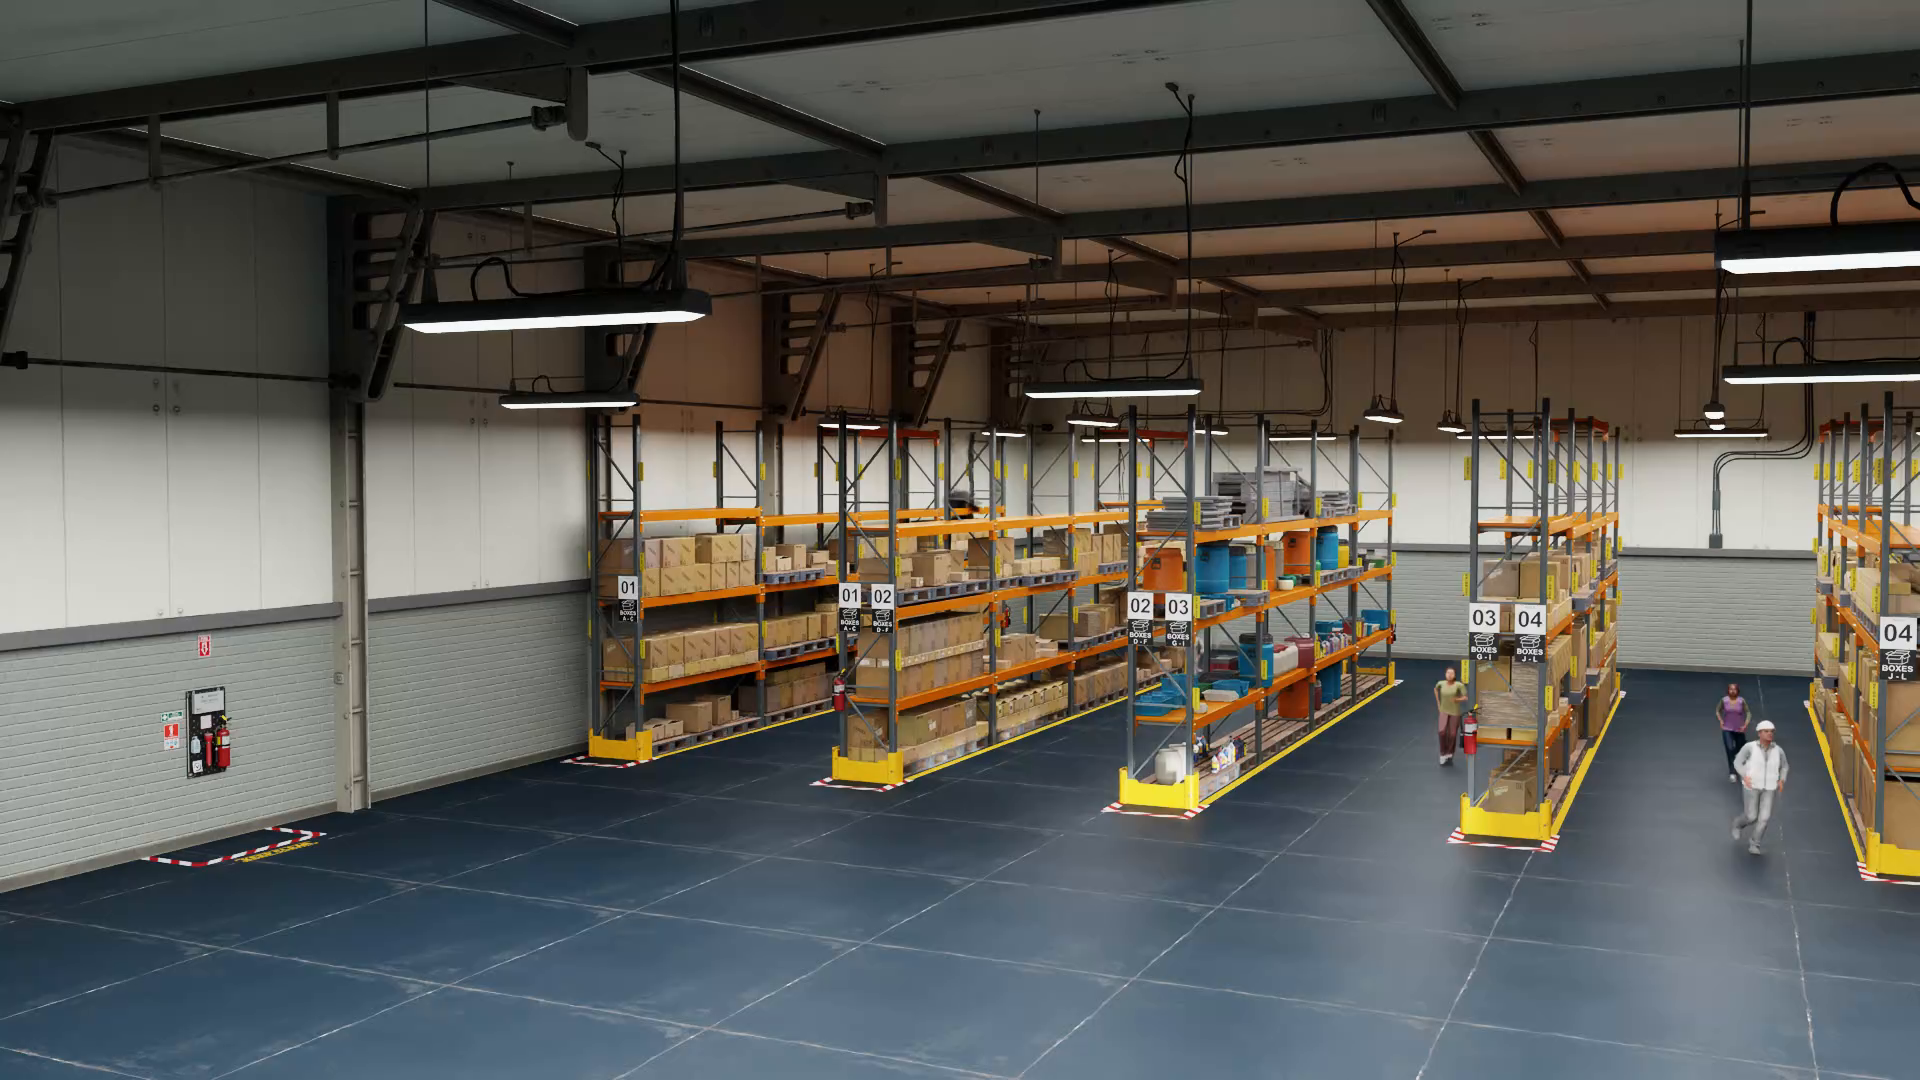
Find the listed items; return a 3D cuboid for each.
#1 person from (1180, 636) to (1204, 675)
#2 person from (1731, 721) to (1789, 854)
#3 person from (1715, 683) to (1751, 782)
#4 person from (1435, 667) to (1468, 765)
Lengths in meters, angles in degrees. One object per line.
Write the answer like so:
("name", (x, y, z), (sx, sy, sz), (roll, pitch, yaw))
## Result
("person", (5.090, 2.701, 36.587), (0.514, 1.631, 0.653), (1, 3, 20))
("person", (10.571, 3.242, 21.926), (0.685, 1.724, 0.634), (0, 2, 7))
("person", (12.645, 3.125, 27.205), (0.530, 1.572, 0.853), (1, 2, 19))
("person", (8.420, 3.003, 28.526), (0.562, 1.685, 0.750), (1, 2, 19))
